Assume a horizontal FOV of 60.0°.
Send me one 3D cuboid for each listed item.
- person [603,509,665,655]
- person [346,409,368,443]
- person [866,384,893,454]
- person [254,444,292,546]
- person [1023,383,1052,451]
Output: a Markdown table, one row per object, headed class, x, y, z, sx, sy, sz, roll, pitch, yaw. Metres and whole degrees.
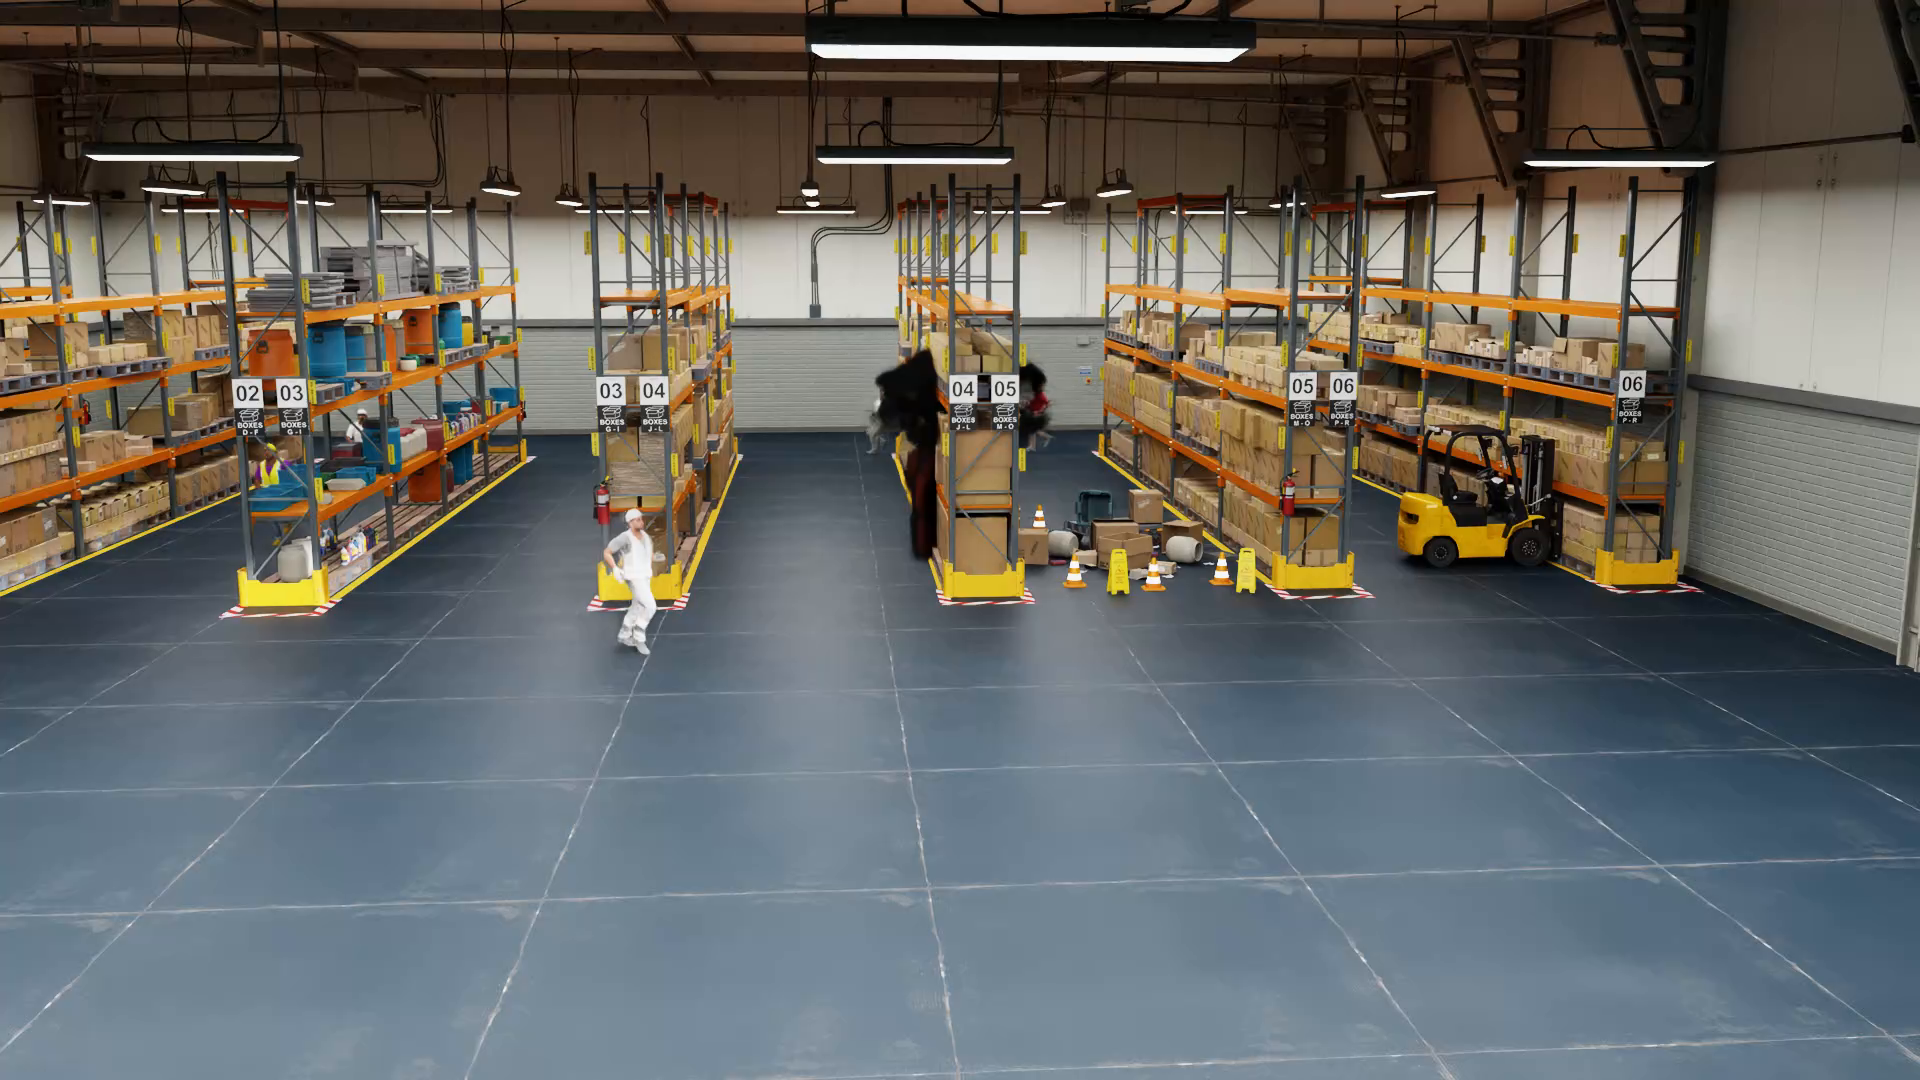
| class | x | y | z | sx | sy | sz | roll | pitch | yaw |
| --- | --- | --- | --- | --- | --- | --- | --- | --- | --- |
| person | -3.991 | 0.516 | 20.648 | 0.739 | 1.819 | 0.640 | 4 | 11 | 22 |
| person | -12.185 | -1.819 | 34.035 | 0.714 | 1.733 | 0.791 | -2 | 10 | -9 |
| person | -1.973 | -2.937 | 40.422 | 0.545 | 1.696 | 0.705 | -5 | 11 | -26 |
| person | -11.568 | -0.769 | 28.125 | 0.713 | 1.730 | 0.632 | 0 | 10 | 2 |
| person | 1.918 | -3.042 | 41.061 | 0.782 | 1.682 | 0.674 | -2 | 10 | -11 |
